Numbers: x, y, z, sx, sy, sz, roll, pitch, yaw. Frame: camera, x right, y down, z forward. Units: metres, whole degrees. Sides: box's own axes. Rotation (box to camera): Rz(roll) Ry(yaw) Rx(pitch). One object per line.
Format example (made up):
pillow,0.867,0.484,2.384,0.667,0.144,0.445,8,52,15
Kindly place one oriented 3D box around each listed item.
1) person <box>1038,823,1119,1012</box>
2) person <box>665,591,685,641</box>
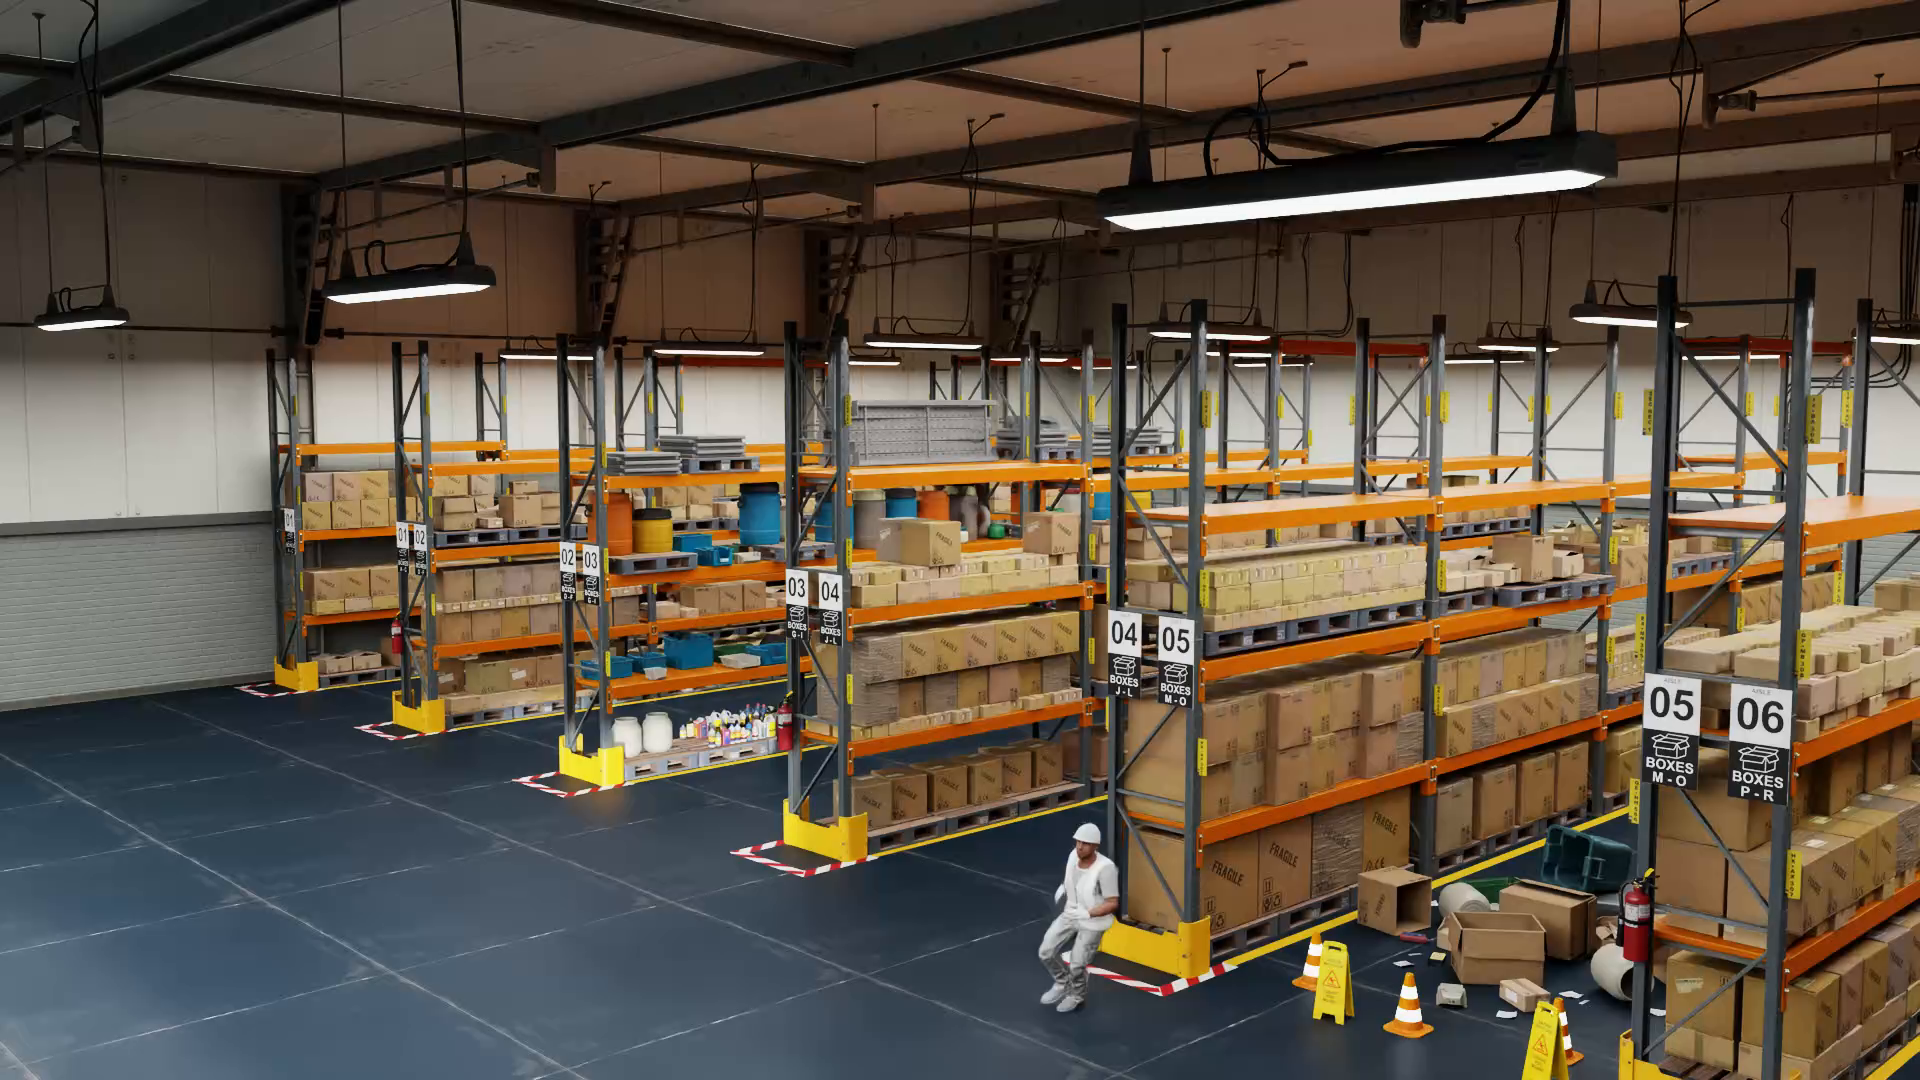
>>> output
person,0.970,3.148,13.745,0.864,1.688,0.723,4,6,38
person,-5.315,1.708,31.180,0.536,1.546,0.685,3,6,34
